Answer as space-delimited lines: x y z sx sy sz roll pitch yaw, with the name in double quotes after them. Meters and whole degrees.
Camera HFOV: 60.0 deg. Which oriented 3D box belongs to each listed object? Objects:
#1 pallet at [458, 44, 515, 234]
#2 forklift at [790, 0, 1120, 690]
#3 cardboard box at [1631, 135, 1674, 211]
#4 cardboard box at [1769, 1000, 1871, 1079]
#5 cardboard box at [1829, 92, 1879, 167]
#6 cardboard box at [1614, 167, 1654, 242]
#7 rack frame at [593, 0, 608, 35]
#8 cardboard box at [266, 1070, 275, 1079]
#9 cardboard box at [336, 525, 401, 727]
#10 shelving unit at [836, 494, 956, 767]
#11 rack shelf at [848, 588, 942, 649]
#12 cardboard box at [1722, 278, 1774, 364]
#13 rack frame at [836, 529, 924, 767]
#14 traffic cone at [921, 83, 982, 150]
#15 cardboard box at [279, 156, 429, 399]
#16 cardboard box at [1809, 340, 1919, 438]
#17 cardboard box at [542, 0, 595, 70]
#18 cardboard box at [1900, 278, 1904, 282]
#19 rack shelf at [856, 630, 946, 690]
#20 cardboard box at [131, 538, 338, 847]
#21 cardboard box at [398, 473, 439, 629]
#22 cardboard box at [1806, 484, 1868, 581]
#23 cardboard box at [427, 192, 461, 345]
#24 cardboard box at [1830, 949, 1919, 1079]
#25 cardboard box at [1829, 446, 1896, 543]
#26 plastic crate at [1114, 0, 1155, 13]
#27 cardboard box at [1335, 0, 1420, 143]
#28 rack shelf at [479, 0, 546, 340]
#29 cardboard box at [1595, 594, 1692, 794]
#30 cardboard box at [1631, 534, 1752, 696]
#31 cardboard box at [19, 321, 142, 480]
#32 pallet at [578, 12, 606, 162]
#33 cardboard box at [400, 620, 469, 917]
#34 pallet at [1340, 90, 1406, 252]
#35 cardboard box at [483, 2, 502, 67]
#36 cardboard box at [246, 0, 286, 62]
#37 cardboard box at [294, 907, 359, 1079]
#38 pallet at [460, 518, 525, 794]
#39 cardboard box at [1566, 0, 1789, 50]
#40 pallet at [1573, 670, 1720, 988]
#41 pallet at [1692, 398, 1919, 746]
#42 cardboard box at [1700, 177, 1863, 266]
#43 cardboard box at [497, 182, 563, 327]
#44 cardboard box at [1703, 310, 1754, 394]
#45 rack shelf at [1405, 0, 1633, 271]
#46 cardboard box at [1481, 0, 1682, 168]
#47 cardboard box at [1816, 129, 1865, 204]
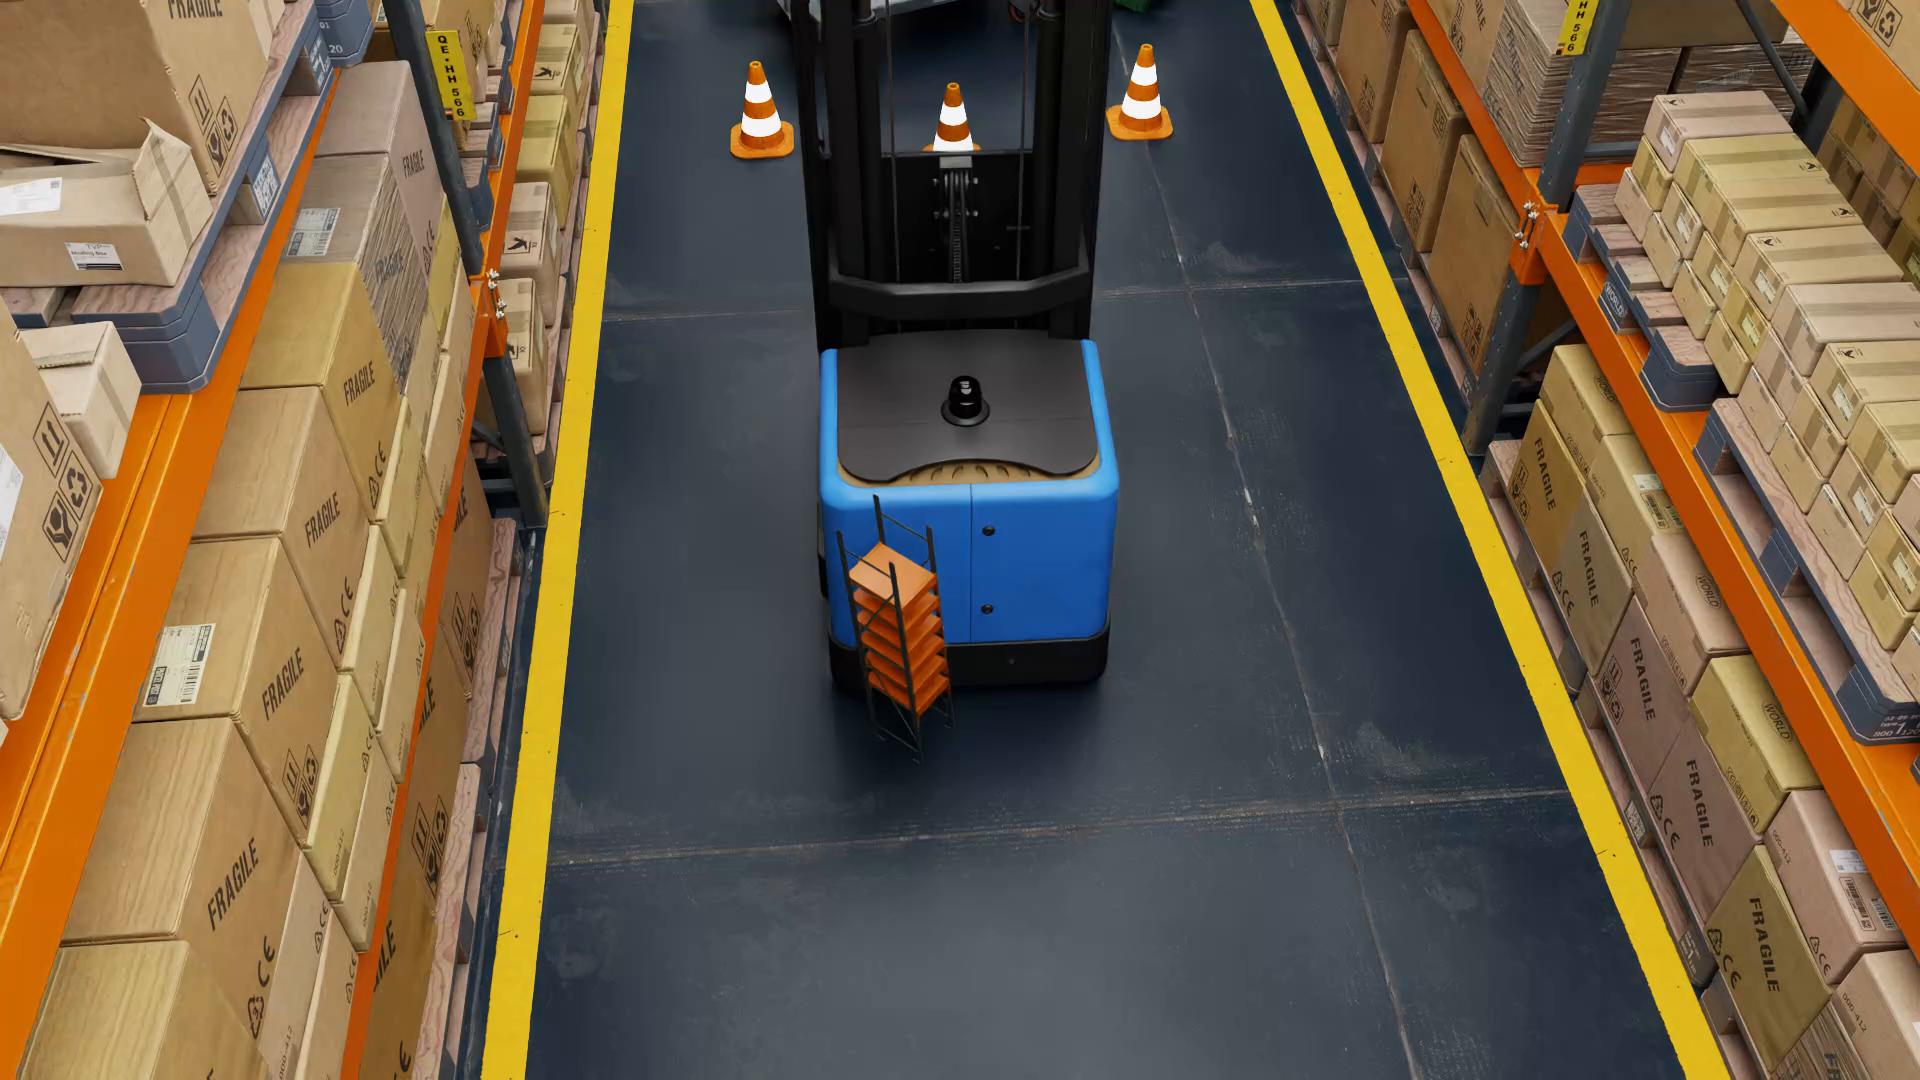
-2.389 -1.532 6.404 1.213 0.211 1.003 -3 47 -3 "pallet"
-0.042 -1.507 6.295 1.130 2.935 3.031 -2 47 -2 "forklift"
2.542 -1.262 5.694 0.380 0.149 0.250 -2 47 -2 "cardboard box"
2.723 1.626 4.713 0.500 0.500 0.500 -4 47 -4 "cardboard box"
3.199 -1.399 5.619 0.380 0.149 0.250 -5 47 -5 "cardboard box"
2.538 -1.185 5.827 0.380 0.149 0.250 -4 47 -4 "cardboard box"
-2.558 -3.983 8.593 1.000 3.000 0.127 -3 47 -3 "rack frame"
-1.644 1.349 3.302 0.500 0.250 0.500 -5 47 -4 "cardboard box"
-1.776 0.241 4.351 0.500 0.250 0.500 -5 47 -4 "cardboard box"
-0.205 0.341 5.727 0.258 1.200 0.189 30 59 25 "shelving unit"
-0.217 0.218 5.576 0.258 0.103 0.180 30 59 25 "rack shelf"
2.613 -0.690 5.153 0.380 0.149 0.250 -3 47 -3 "cardboard box"
-0.262 0.399 5.685 0.240 1.200 0.006 30 59 25 "rack frame"
-0.038 -2.150 8.604 0.336 0.463 0.334 -3 47 -3 "traffic cone"
-1.868 -0.738 4.762 0.500 0.500 0.500 -3 47 -3 "cardboard box"
2.658 -0.429 4.701 0.380 0.149 0.250 -2 47 -2 "cardboard box"
-2.511 -2.845 9.035 0.950 0.372 0.625 -3 47 -3 "cardboard box"
3.242 -0.826 5.487 0.380 0.149 0.250 -3 47 -3 "cardboard box"
-0.203 0.369 5.762 0.258 0.103 0.180 30 59 25 "rack shelf"
-1.748 0.362 3.721 0.500 0.500 0.500 -5 47 -4 "cardboard box"
-1.837 0.047 4.880 0.500 0.250 0.500 -4 47 -4 "cardboard box"
2.671 -0.038 4.740 0.380 0.149 0.250 -5 47 -5 "cardboard box"
-1.929 -0.874 5.408 0.500 0.250 0.500 -4 47 -3 "cardboard box"
2.722 1.365 4.444 0.500 0.250 0.500 -5 47 -4 "cardboard box"
2.677 -0.135 4.627 0.380 0.149 0.250 -2 47 -2 "cardboard box"
1.046 -3.456 9.991 0.450 0.188 0.662 25 51 9 "plastic crate"
2.585 -2.586 8.530 1.050 0.750 0.750 -3 47 -3 "cardboard box"
-2.390 -2.289 7.484 1.077 0.370 4.000 -3 47 -3 "rack shelf"
2.599 0.514 5.766 0.500 0.500 0.500 -5 47 -4 "cardboard box"
2.589 0.234 5.515 0.500 0.250 0.500 -3 47 -3 "cardboard box"
-1.645 -0.227 2.842 0.380 0.166 0.250 -6 47 -6 "cardboard box"
-2.491 -2.461 9.072 1.003 0.211 1.213 -3 47 -3 "pallet"
-2.177 0.648 5.381 0.875 0.875 0.875 -3 47 -3 "cardboard box"
2.611 -1.960 8.597 1.003 0.211 1.213 -3 47 -3 "pallet"
-2.035 -2.001 6.600 0.380 0.149 0.250 -3 47 -3 "cardboard box"
-1.759 -1.244 3.736 0.396 0.266 0.258 -5 47 -4 "cardboard box"
-1.707 1.148 3.837 0.500 0.250 0.500 -5 47 -4 "cardboard box"
-2.232 0.445 6.320 1.003 0.211 1.213 -3 47 -3 "pallet"
2.674 -2.167 6.115 0.700 0.500 0.500 -4 47 -4 "cardboard box"
2.864 0.942 5.849 1.003 0.211 1.213 -3 47 -3 "pallet"
2.908 0.033 4.922 1.003 0.211 1.213 -3 47 -3 "pallet"
2.588 -1.008 5.249 0.380 0.149 0.250 -4 47 -4 "cardboard box"
-2.330 -1.273 7.546 0.950 0.372 0.625 -4 47 -4 "cardboard box"
2.607 -0.601 5.273 0.380 0.149 0.250 -2 47 -1 "cardboard box"
2.534 -2.663 7.838 1.077 0.370 4.000 -3 47 -3 "rack shelf"
2.396 -1.807 6.463 0.500 0.500 0.500 -3 47 -3 "cardboard box"
3.196 -1.294 5.725 0.380 0.149 0.250 -3 47 -2 "cardboard box"
